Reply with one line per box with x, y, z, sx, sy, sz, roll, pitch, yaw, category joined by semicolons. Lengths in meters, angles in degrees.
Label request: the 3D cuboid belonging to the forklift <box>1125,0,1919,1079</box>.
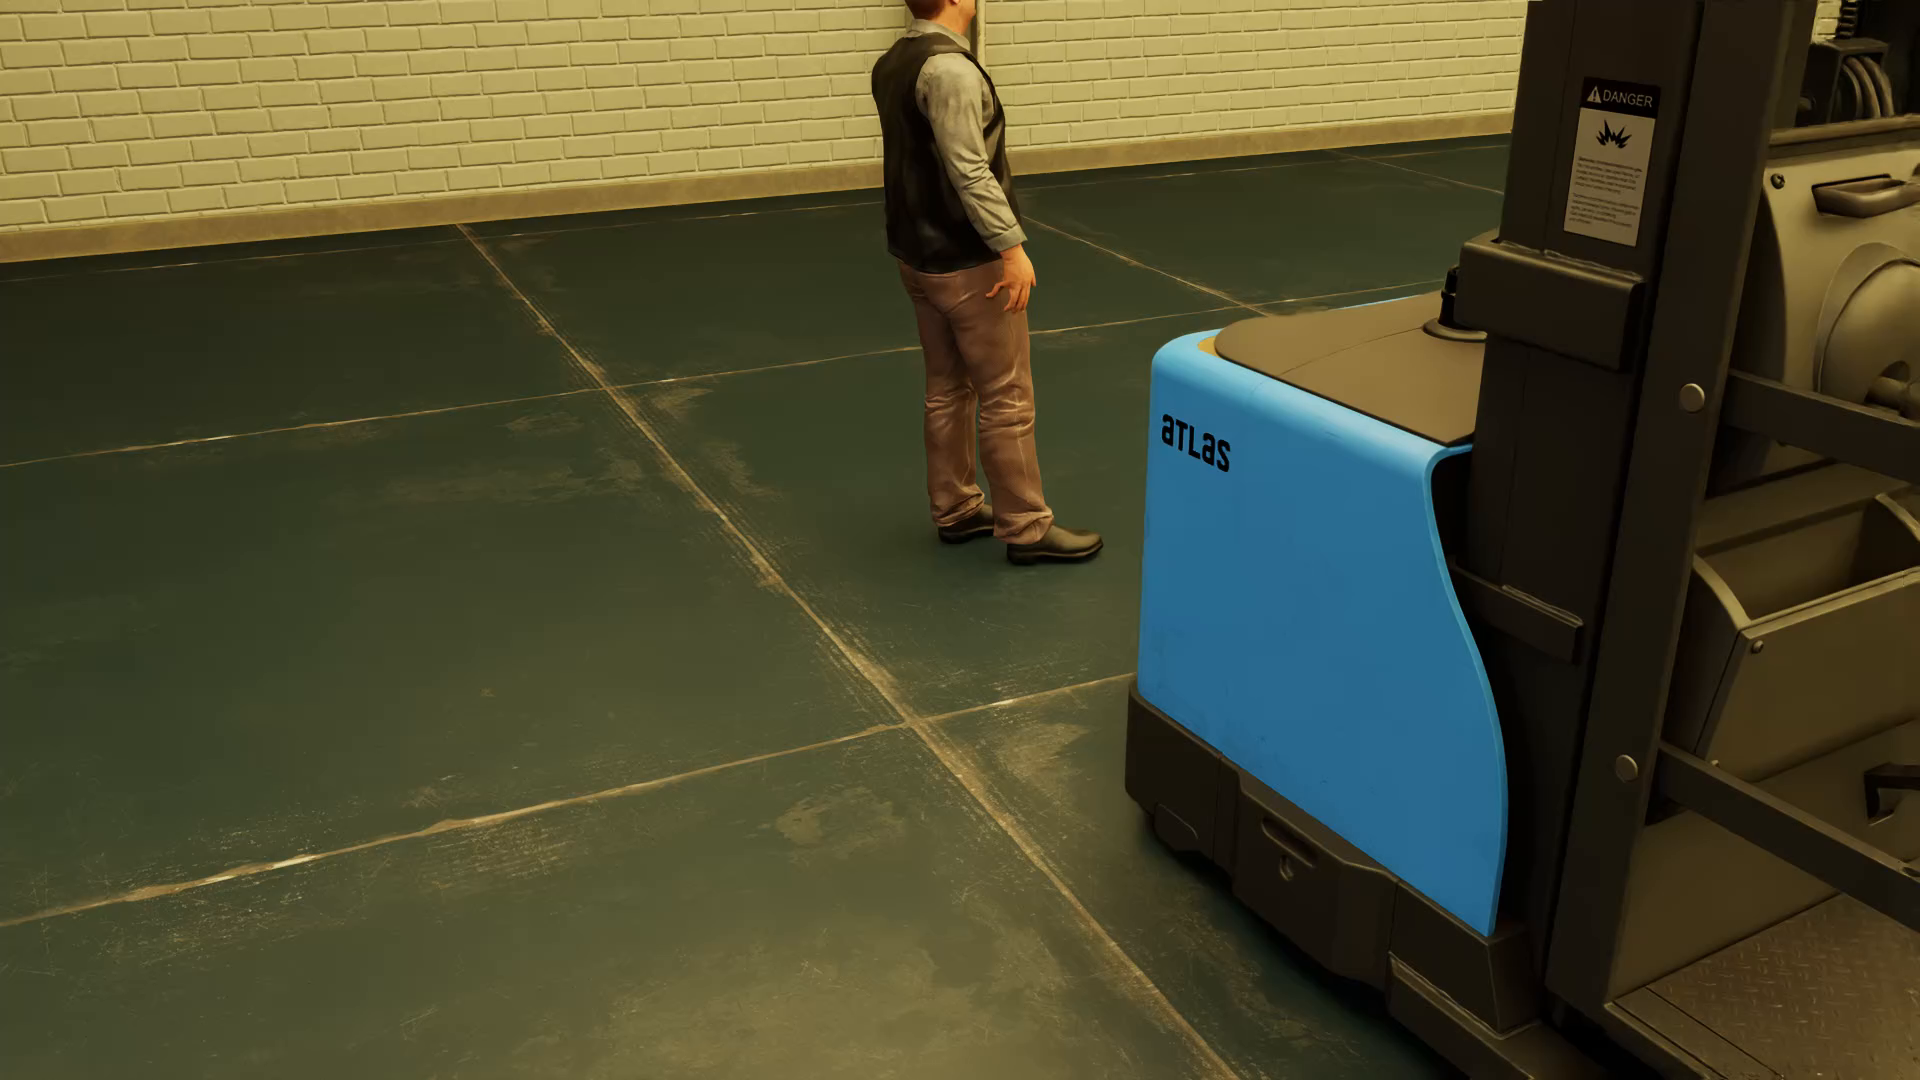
1.533;-0.361;2.156;1.130;2.935;3.031;-13;26;-28;forklift

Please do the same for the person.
0.060;-0.810;4.792;0.566;1.722;0.634;-10;25;-23;person
